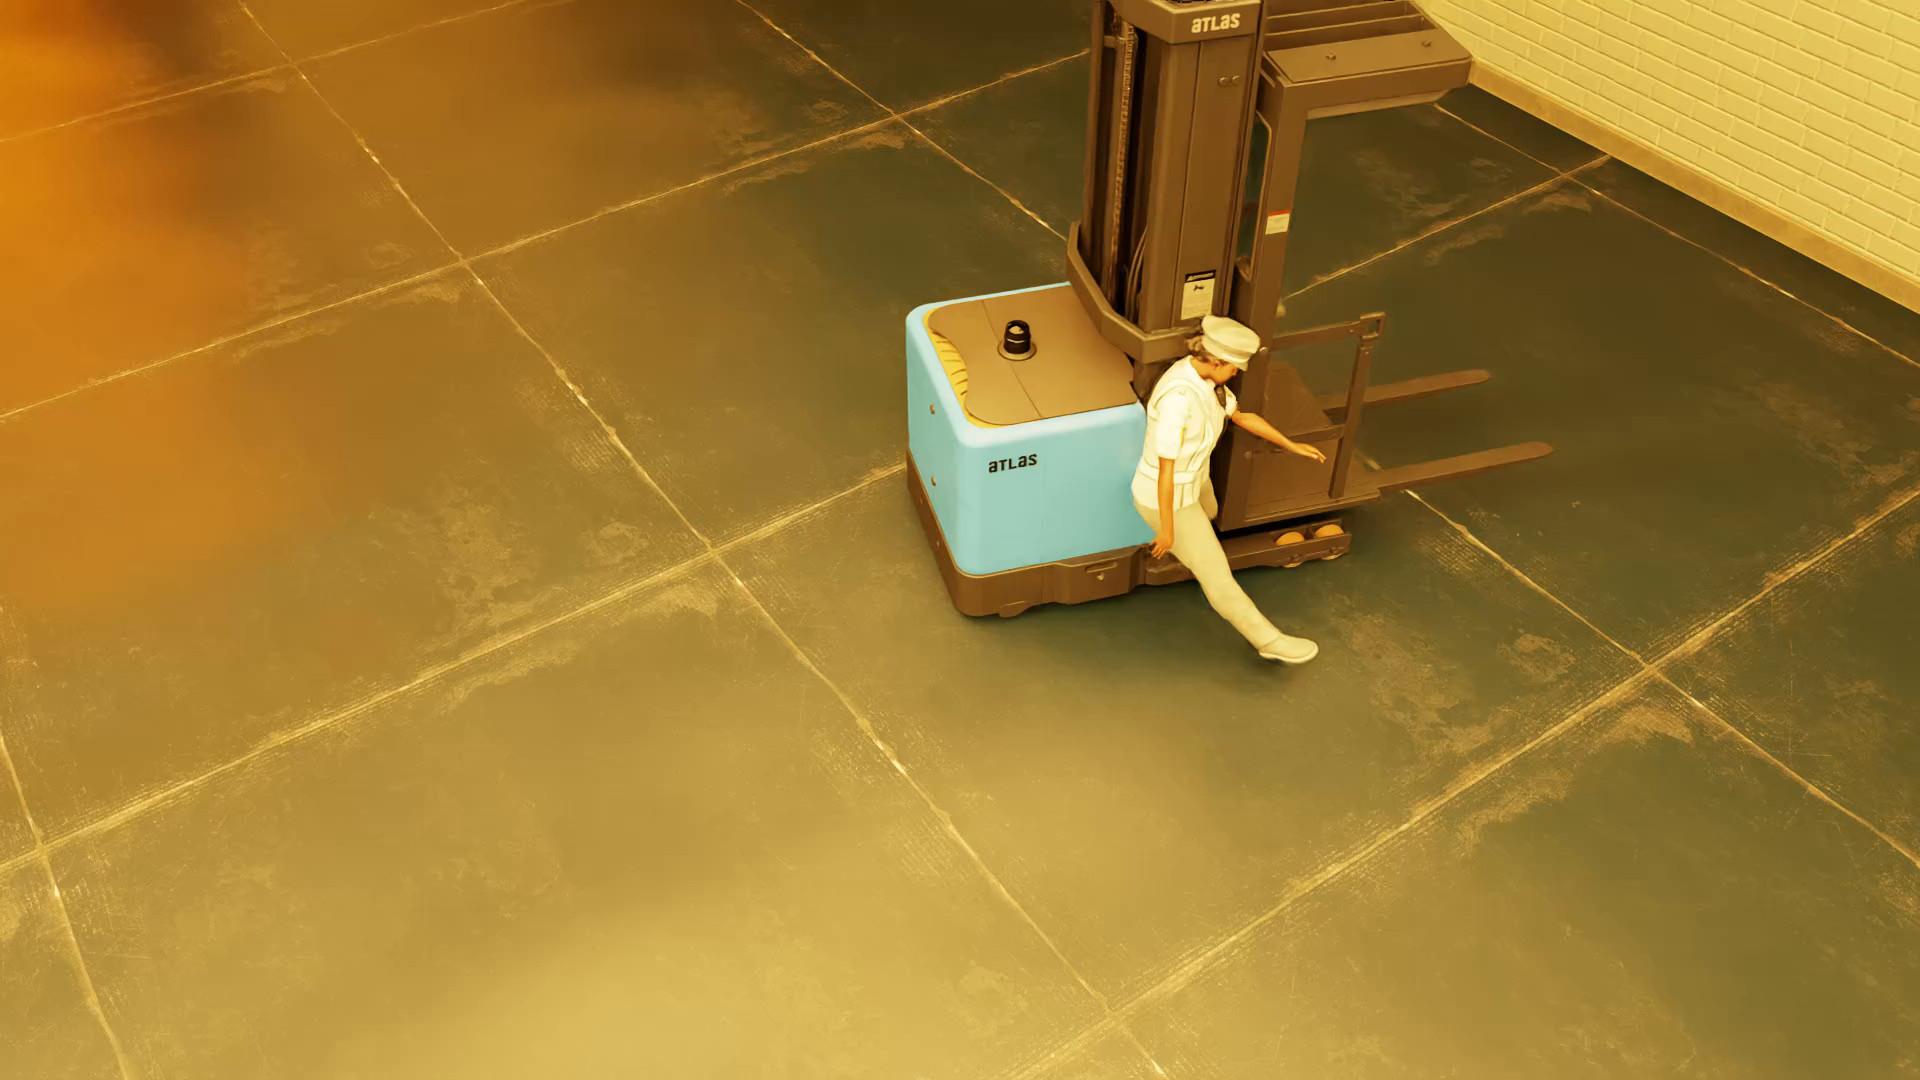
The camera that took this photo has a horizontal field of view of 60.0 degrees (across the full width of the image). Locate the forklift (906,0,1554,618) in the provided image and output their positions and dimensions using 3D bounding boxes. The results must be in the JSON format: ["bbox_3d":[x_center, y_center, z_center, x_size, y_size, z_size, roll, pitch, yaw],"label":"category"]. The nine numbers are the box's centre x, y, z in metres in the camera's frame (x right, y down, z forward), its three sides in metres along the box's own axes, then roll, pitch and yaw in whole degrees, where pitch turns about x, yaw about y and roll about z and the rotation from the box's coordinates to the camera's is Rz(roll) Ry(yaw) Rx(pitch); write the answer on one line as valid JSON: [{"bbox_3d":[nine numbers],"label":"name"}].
[{"bbox_3d":[1.319,-1.286,7.111,3.031,2.935,1.130,-11,44,-11],"label":"forklift"}]

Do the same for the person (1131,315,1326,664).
[{"bbox_3d":[1.138,-0.244,7.019,1.044,1.492,0.880,15,45,16],"label":"person"}]
